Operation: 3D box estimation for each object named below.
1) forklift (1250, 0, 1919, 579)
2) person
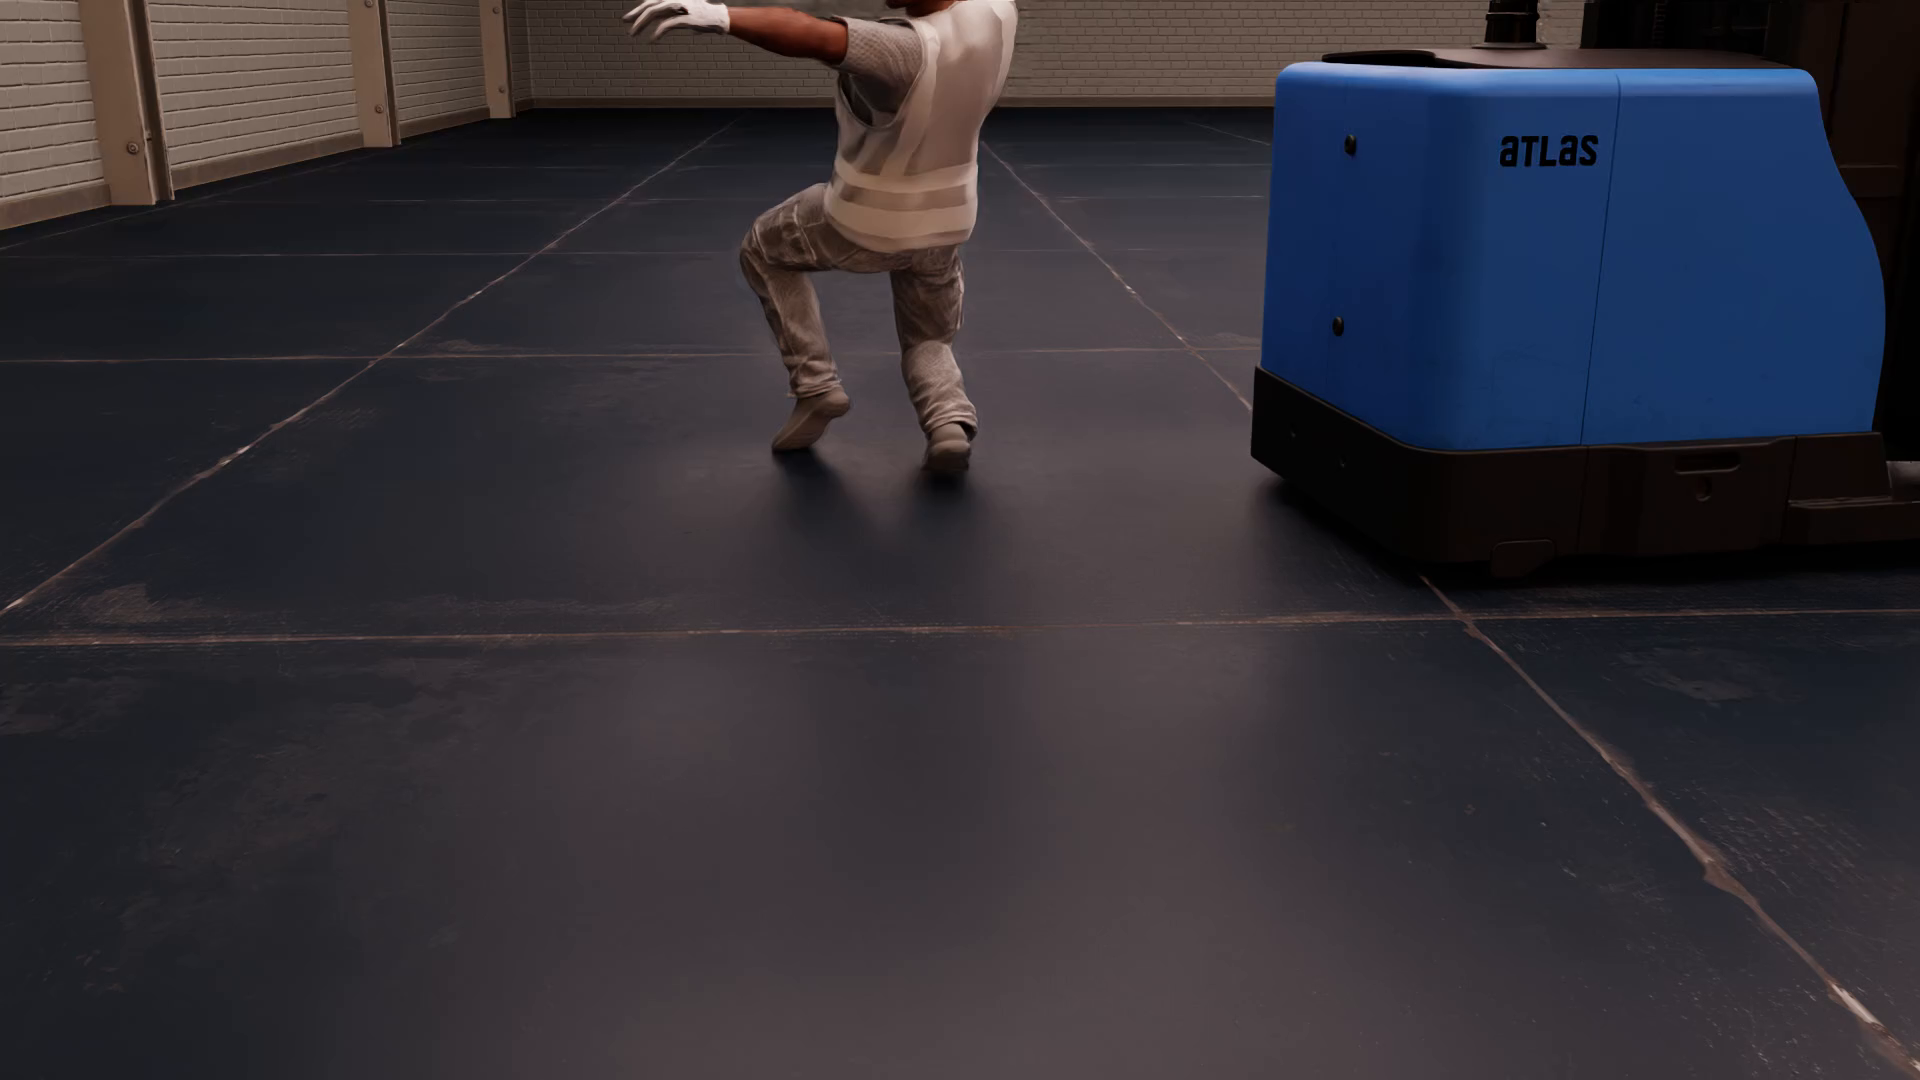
[{"bbox_3d":[2.337,-1.511,3.847,3.031,2.935,1.130,-3,17,-10],"label":"forklift"},{"bbox_3d":[-0.441,-0.915,4.252,1.130,1.611,0.866,-12,20,-33],"label":"person"}]
